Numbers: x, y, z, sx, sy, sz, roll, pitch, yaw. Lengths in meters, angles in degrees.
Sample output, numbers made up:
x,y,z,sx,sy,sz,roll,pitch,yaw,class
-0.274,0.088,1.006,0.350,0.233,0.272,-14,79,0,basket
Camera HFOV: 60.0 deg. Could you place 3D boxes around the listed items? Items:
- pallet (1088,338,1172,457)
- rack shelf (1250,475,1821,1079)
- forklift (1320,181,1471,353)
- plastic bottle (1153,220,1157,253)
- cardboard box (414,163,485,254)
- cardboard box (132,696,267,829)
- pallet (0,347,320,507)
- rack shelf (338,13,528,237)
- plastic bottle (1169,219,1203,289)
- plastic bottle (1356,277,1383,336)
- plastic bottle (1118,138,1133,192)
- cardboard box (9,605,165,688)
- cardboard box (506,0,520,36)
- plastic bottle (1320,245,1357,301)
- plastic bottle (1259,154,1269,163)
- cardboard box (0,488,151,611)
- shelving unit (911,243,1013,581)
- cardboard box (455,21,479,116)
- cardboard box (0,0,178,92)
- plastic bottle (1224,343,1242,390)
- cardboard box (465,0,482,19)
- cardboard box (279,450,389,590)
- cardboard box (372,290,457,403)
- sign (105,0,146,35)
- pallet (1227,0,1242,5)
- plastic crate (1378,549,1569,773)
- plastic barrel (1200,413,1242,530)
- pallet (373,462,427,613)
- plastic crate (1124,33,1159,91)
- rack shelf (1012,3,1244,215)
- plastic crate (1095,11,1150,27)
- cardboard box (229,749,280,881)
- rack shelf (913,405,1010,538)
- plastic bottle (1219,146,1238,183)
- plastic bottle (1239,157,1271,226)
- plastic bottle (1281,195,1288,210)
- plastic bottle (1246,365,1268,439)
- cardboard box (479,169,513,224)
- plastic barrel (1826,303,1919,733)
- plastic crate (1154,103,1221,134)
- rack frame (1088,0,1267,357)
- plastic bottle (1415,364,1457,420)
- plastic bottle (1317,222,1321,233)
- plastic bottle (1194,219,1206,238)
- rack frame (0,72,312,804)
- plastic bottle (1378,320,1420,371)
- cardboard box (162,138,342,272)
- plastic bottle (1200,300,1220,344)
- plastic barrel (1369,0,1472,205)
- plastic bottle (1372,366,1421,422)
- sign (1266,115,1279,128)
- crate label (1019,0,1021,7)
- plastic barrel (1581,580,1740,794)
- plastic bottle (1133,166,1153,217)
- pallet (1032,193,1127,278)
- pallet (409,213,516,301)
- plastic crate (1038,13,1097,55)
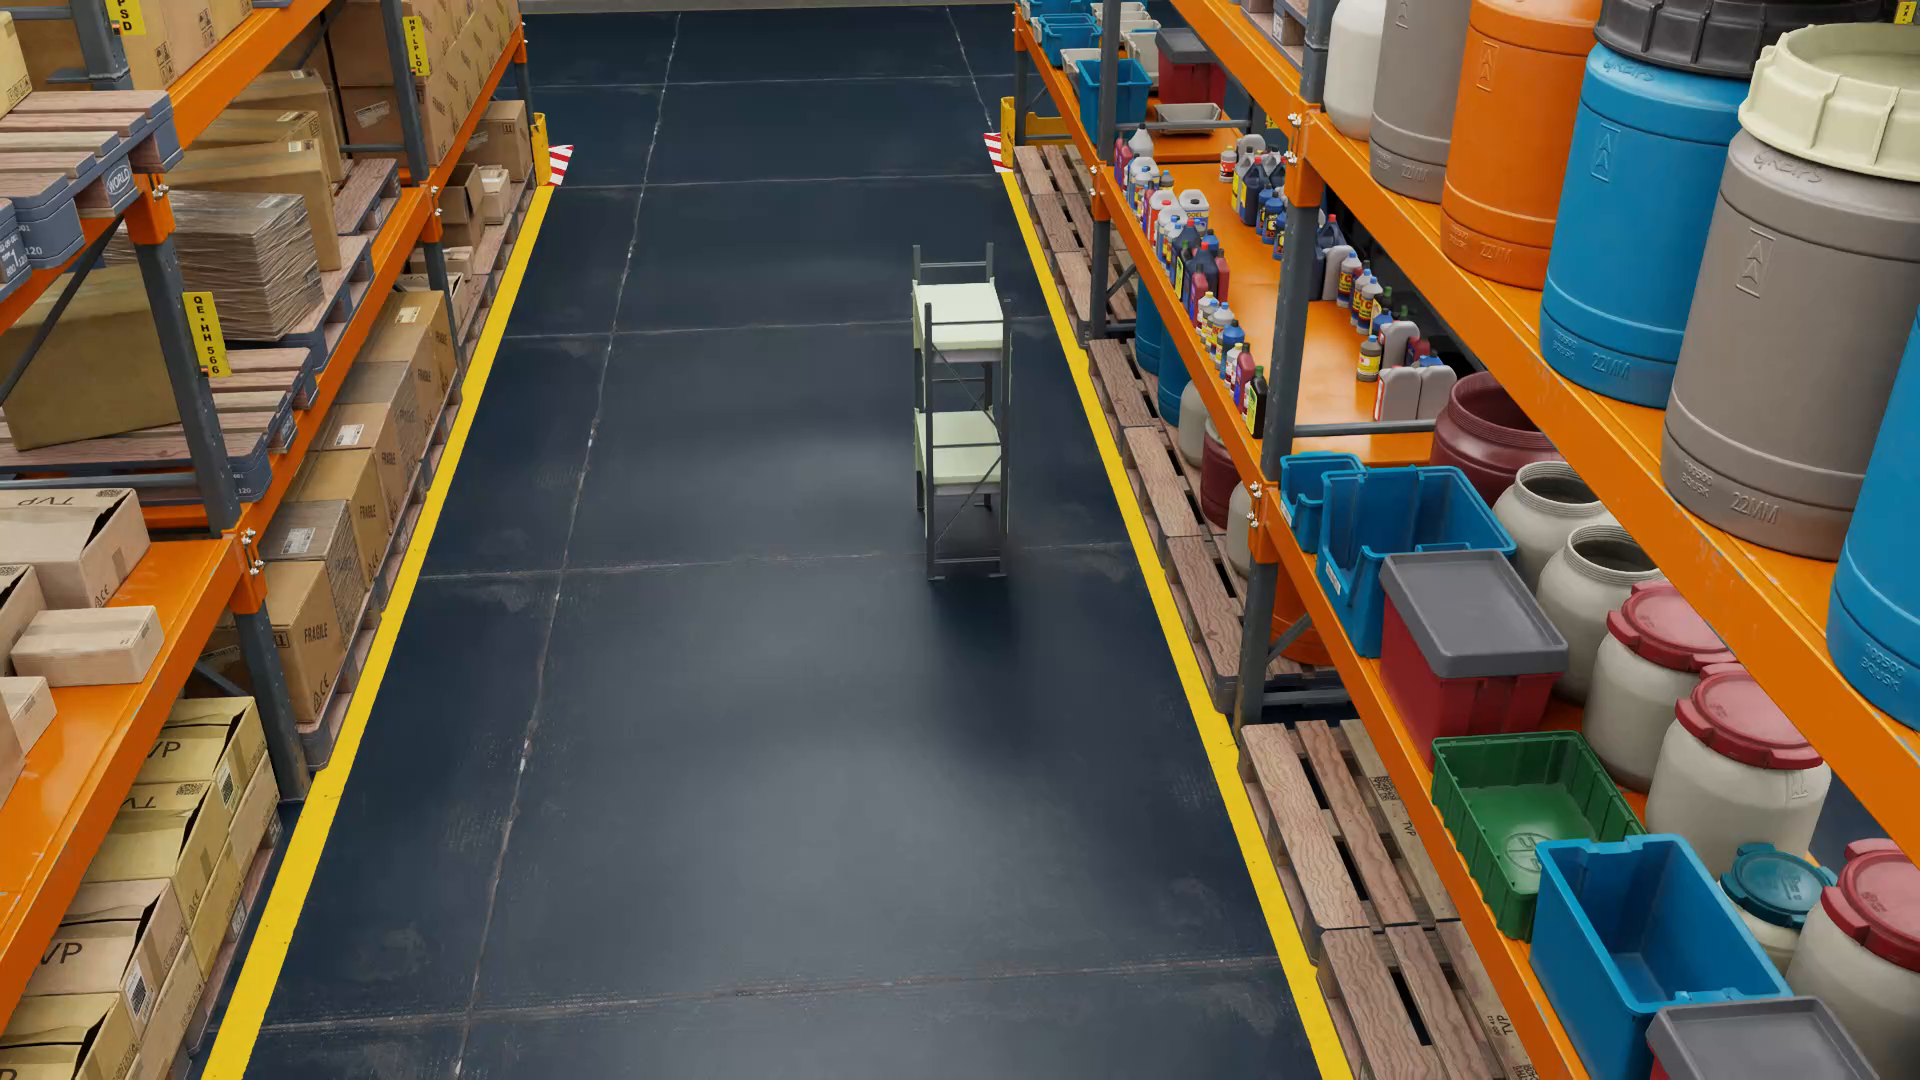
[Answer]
x,y,z,sx,sy,sz,roll,pitch,yaw,class
1.359,-0.887,10.029,1.003,0.211,1.213,-3,31,-5,pallet
1.889,0.892,5.033,1.077,0.370,4.000,-3,31,-5,rack shelf
2.945,-2.455,10.001,1.130,2.935,3.031,-4,31,-6,forklift
1.063,-1.607,8.709,0.097,0.201,0.097,0,31,0,plastic bottle
-3.784,-2.321,11.716,0.797,0.503,0.637,-3,31,-5,cardboard box
-2.935,0.813,6.189,0.500,0.311,0.500,-2,31,-3,cardboard box
-3.363,-0.463,6.787,1.213,0.211,1.003,-3,31,-5,pallet
-3.790,-2.957,11.477,1.077,0.370,4.000,-3,31,-5,rack shelf
1.130,-1.432,8.270,0.144,0.351,0.185,-3,31,-5,plastic bottle
1.923,-1.102,7.795,0.097,0.271,0.097,0,31,0,plastic bottle
0.951,-2.154,9.545,0.061,0.283,0.133,-3,31,-5,plastic bottle
-2.870,0.351,5.482,0.380,0.149,0.250,-3,31,-5,cardboard box
-3.664,-4.114,12.615,0.500,0.500,0.500,-2,31,-3,cardboard box
1.854,-1.329,8.171,0.152,0.276,0.135,-3,31,-5,plastic bottle
1.722,-2.055,9.385,0.152,0.276,0.135,-3,31,-5,plastic bottle
-3.239,0.024,5.872,0.500,0.311,0.500,-1,31,-1,cardboard box
0.001,-0.640,8.360,0.431,1.500,0.755,-3,31,-5,shelving unit
-3.475,-3.078,10.880,0.500,0.500,0.500,-3,31,-5,cardboard box
-3.304,-1.754,5.739,0.910,0.500,0.500,-3,31,-5,cardboard box
1.217,-0.766,7.301,0.097,0.201,0.097,0,31,0,plastic bottle
-3.513,-3.760,11.048,0.500,0.500,0.500,-2,31,-3,cardboard box
-3.084,-0.088,7.980,0.500,0.500,0.500,-3,31,-5,cardboard box
-3.272,-1.122,9.712,0.500,0.500,0.500,-3,31,-5,cardboard box
-2.676,-1.769,5.279,0.100,0.325,0.005,-3,31,-5,sign
1.608,-2.712,7.625,1.003,0.211,1.213,-3,31,-5,pallet
1.549,0.374,5.136,0.402,0.464,0.583,-3,31,-5,plastic crate
1.534,-0.408,8.451,0.600,0.588,0.708,-3,31,-5,plastic barrel
-3.372,-0.010,8.560,1.003,0.211,1.213,-3,31,-5,pallet
1.370,-3.243,11.312,0.437,0.282,0.530,-3,31,-5,plastic crate
1.142,-3.192,11.871,1.077,0.370,4.000,-3,31,-5,rack shelf
1.224,-3.878,12.517,0.396,0.136,0.243,-3,31,-5,plastic crate
-2.937,1.055,6.331,0.500,0.250,0.500,-2,31,-3,cardboard box
0.001,-0.361,8.527,0.431,0.370,0.720,-3,31,-5,rack shelf
1.565,-2.194,9.691,0.097,0.201,0.097,0,31,0,plastic bottle
1.614,-1.904,9.060,0.144,0.351,0.185,-3,31,-5,plastic bottle
1.781,-1.728,8.839,0.152,0.276,0.135,-3,31,-5,plastic bottle
1.240,-0.574,6.899,0.061,0.283,0.133,-3,31,-5,plastic bottle
-3.622,-2.543,12.335,0.500,0.250,0.500,-3,31,-5,cardboard box
1.813,-0.148,2.658,0.600,0.901,0.708,-3,31,-5,plastic barrel
1.428,-2.637,10.438,0.396,0.136,0.243,-3,31,-5,plastic crate
1.329,-2.480,9.977,1.000,3.000,0.127,-3,31,-5,rack frame
1.984,-0.621,6.985,0.152,0.276,0.135,-3,31,-5,plastic bottle
1.793,-1.479,8.426,0.097,0.271,0.097,0,31,0,plastic bottle
1.223,-1.564,8.638,0.097,0.201,0.097,0,31,0,plastic bottle
-3.229,-0.202,6.164,1.000,3.000,0.127,-3,31,-5,rack frame
1.941,-0.857,7.381,0.152,0.276,0.135,-3,31,-5,plastic bottle
-3.377,-1.569,7.944,0.700,0.500,0.500,-11,32,-17,cardboard box
1.171,-1.014,7.717,0.097,0.201,0.097,0,31,0,plastic bottle
1.563,-1.511,4.941,0.600,0.901,0.600,0,31,0,plastic barrel
1.832,-0.614,6.973,0.152,0.276,0.135,-3,31,-5,plastic bottle
1.877,-2.624,9.948,0.100,0.325,0.005,-3,31,-5,sign
0.650,-4.334,13.186,0.416,0.233,0.303,-3,31,-5,crate label
2.096,0.452,4.936,0.433,0.535,0.433,0,31,0,plastic barrel
1.011,-1.923,9.170,0.097,0.271,0.097,0,31,0,plastic bottle
1.104,-2.281,12.363,1.003,0.211,1.213,-3,31,-5,pallet
-3.784,-2.022,11.930,1.003,0.211,1.213,-3,31,-5,pallet
0.773,-3.662,12.061,0.416,0.233,0.300,-3,31,-5,plastic crate
